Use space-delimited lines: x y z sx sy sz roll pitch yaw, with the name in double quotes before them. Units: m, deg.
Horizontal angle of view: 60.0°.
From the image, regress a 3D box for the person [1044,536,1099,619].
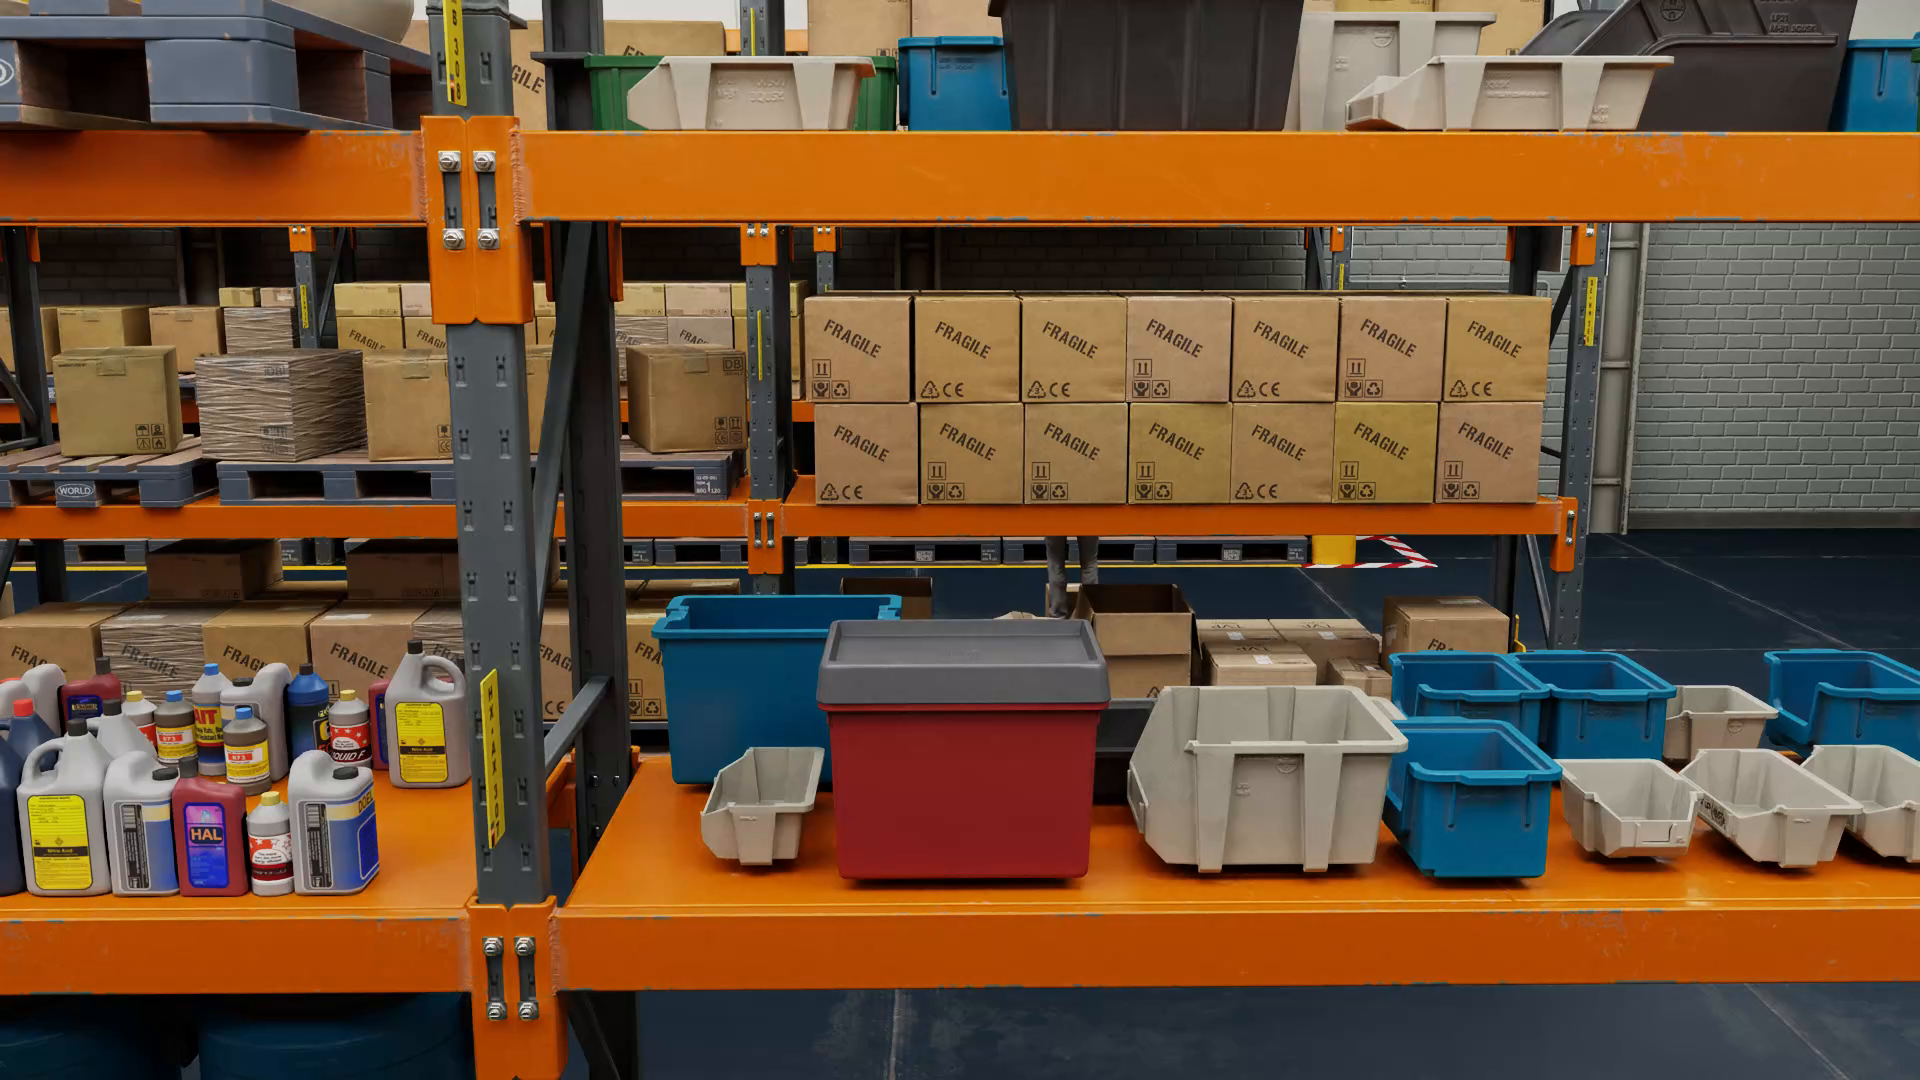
"person" 0.729 -0.176 10.889 0.468 1.593 0.367 0 11 -2
